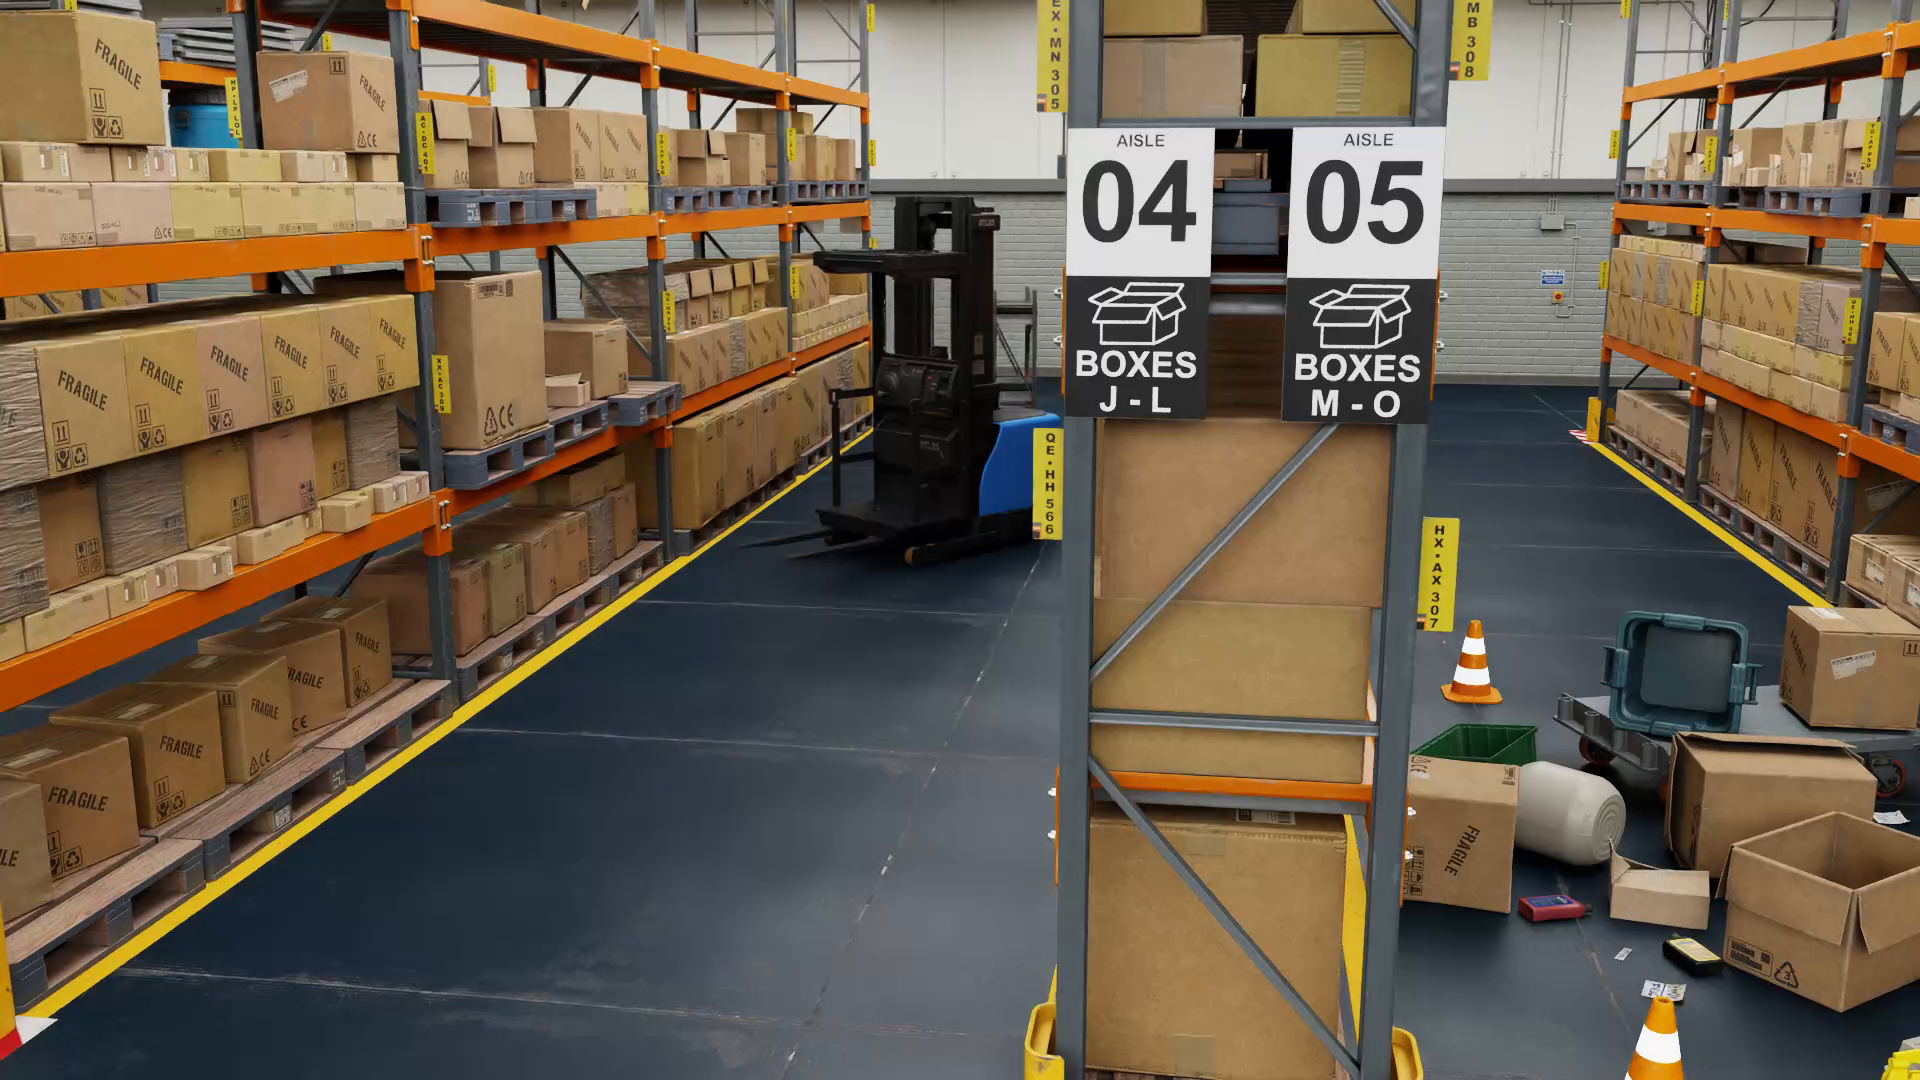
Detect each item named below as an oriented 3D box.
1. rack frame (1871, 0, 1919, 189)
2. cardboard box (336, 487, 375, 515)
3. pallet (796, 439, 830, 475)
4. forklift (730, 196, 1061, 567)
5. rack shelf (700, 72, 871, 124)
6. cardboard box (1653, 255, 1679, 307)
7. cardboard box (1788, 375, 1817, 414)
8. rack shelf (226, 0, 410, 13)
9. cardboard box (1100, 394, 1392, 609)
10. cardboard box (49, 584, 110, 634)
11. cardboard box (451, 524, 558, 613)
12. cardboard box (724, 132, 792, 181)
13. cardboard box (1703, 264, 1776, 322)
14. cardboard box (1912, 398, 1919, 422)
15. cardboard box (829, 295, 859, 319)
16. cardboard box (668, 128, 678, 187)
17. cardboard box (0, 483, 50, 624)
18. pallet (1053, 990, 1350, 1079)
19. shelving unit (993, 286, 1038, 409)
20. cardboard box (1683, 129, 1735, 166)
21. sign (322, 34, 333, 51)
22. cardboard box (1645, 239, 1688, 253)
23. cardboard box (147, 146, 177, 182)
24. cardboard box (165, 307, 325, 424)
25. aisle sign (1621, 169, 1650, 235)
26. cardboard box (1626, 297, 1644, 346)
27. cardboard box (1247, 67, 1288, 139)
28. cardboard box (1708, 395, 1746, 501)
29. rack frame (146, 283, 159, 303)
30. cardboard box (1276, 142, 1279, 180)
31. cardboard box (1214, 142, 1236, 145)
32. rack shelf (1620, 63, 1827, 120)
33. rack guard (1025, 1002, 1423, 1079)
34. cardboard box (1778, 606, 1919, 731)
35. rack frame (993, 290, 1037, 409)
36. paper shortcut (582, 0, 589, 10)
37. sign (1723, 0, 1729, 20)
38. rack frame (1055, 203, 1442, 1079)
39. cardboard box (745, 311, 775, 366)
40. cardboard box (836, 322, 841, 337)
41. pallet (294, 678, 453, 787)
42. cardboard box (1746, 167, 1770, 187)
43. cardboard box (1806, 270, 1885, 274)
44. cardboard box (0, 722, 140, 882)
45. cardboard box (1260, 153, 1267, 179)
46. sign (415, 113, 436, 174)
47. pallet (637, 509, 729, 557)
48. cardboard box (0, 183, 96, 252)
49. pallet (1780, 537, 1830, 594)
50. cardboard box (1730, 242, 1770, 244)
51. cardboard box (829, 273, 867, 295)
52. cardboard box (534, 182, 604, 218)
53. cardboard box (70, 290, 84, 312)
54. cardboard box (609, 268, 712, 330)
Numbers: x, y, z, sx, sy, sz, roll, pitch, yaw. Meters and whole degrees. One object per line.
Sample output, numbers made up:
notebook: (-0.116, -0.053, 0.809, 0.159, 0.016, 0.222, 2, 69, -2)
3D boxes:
rack frame: (6.933, -3.918, 11.313, 1.000, 3.000, 0.127, 2, 12, 9)
cardboard box: (-3.363, -0.195, 8.874, 0.380, 0.149, 0.250, 2, 12, 9)
pallet: (-2.050, -0.932, 18.316, 1.003, 0.211, 1.213, 2, 12, 9)
forklift: (-0.512, -1.336, 13.734, 3.031, 2.935, 1.130, -12, 17, -43)
rack shelf: (-1.937, -4.941, 18.717, 1.077, 0.370, 4.000, 2, 12, 9)
cardboard box: (7.503, -2.674, 17.173, 0.500, 0.500, 0.500, 2, 12, 9)
cardboard box: (6.817, -1.133, 12.985, 0.500, 0.250, 0.500, 2, 12, 10)
rack shelf: (-3.782, -2.637, 7.084, 1.077, 0.370, 4.000, 2, 12, 9)
cardboard box: (0.891, -0.137, 5.088, 0.875, 0.550, 0.550, 2, 12, 9)
cardboard box: (-3.682, 0.274, 6.696, 0.380, 0.149, 0.250, 2, 12, 9)
cardboard box: (-3.181, 0.191, 11.377, 0.700, 0.500, 0.500, 1, 12, 4)
cardboard box: (-2.183, -4.073, 17.683, 0.700, 0.500, 0.500, 1, 12, 5)
cardboard box: (7.196, -2.273, 15.312, 0.500, 0.500, 0.500, 2, 12, 9)
cardboard box: (6.472, -0.836, 10.854, 0.380, 0.149, 0.250, 2, 12, 9)
cardboard box: (-1.520, -2.829, 20.149, 0.500, 0.250, 0.500, 2, 12, 8)
cardboard box: (-2.791, -3.339, 14.512, 0.500, 0.500, 0.500, 3, 12, 12)
cardboard box: (-3.978, 0.051, 6.193, 0.875, 0.500, 0.500, 2, 12, 9)
pallet: (0.841, 1.735, 5.943, 1.003, 0.211, 1.213, 2, 12, 9)
shelving unit: (0.469, -1.278, 15.442, 0.431, 2.100, 0.503, -1, 12, -5)
cardboard box: (7.723, -3.871, 16.735, 0.797, 0.503, 0.637, 3, 12, 13)
sign: (-6.595, -5.112, 17.349, 0.100, 0.325, 0.005, 2, 12, 9)
cardboard box: (7.621, -3.171, 17.937, 0.380, 0.149, 0.250, 2, 12, 9)
cardboard box: (-3.593, -1.602, 7.096, 0.380, 0.149, 0.250, 2, 12, 8)
cardboard box: (-3.425, -0.846, 7.983, 0.500, 0.500, 0.500, 2, 12, 9)
aisle sign: (7.887, -3.946, 19.512, 0.394, 0.787, 0.004, 2, 12, 9)
cardboard box: (7.659, -2.397, 18.261, 0.500, 0.500, 0.500, 2, 12, 8)
cardboard box: (1.277, -1.555, 5.884, 0.500, 0.250, 0.500, 2, 12, 8)
cardboard box: (7.531, -0.853, 15.378, 0.875, 0.875, 0.875, 2, 12, 10)
rack frame: (-11.417, -3.294, 22.656, 1.000, 3.000, 0.127, 2, 12, 9)
cardboard box: (1.437, -1.486, 6.510, 0.380, 0.149, 0.250, 2, 12, 8)
cardboard box: (0.906, -1.782, 6.937, 0.500, 0.250, 0.500, 2, 12, 8)
rack shelf: (7.855, -4.620, 17.227, 1.077, 0.370, 4.000, 2, 12, 9)
rack guard: (0.792, 1.768, 5.105, 1.175, 0.500, 0.348, 2, 12, 9)
cardboard box: (4.554, 0.648, 8.504, 0.500, 0.500, 0.500, 2, 12, 9)
rack frame: (0.493, -1.227, 15.204, 0.400, 2.100, 0.015, -1, 12, -5)
paper shortcut: (-3.175, -4.599, 14.143, 0.009, 0.170, 0.078, 12, -17, 6)
sign: (8.697, -6.058, 18.839, 0.100, 0.325, 0.005, 2, 12, 9)
rack frame: (0.796, 0.541, 4.865, 1.000, 3.000, 0.127, 2, 12, 9)
cardboard box: (-2.129, -1.979, 16.319, 0.500, 0.500, 0.500, 2, 12, 10)
cardboard box: (-1.594, -2.446, 19.319, 0.380, 0.149, 0.250, 2, 12, 10)
pallet: (-3.543, 1.030, 9.211, 1.003, 0.211, 1.213, 2, 12, 9)
cardboard box: (7.007, -3.123, 14.304, 0.380, 0.166, 0.250, 1, 12, 5)
cardboard box: (7.558, -2.042, 14.236, 0.500, 0.500, 0.500, 2, 12, 10)
cardboard box: (-3.919, 1.121, 7.110, 0.500, 0.500, 0.500, 5, 13, 23)
cardboard box: (1.750, -2.064, 8.917, 0.258, 0.266, 0.396, 2, 12, 8)
sign: (-2.937, -2.177, 9.127, 0.100, 0.325, 0.005, 2, 12, 9)
pallet: (-2.664, -0.105, 14.479, 1.003, 0.211, 1.213, 2, 12, 9)
cardboard box: (-3.687, -1.234, 6.333, 0.500, 0.250, 0.500, 2, 12, 7)
pallet: (7.128, 0.216, 12.989, 1.003, 0.211, 1.213, 2, 12, 9)
cardboard box: (8.042, -2.943, 16.877, 0.380, 0.149, 0.250, 2, 12, 7)
cardboard box: (-1.444, -3.301, 20.558, 0.500, 0.500, 0.500, 2, 12, 9)
cardboard box: (-2.833, -2.384, 11.673, 0.500, 0.250, 0.500, 2, 12, 10)
cardboard box: (-11.375, -3.029, 21.189, 0.500, 0.500, 0.500, 2, 12, 9)
cardboard box: (-2.628, -2.133, 14.652, 0.797, 0.503, 0.637, 2, 12, 10)
